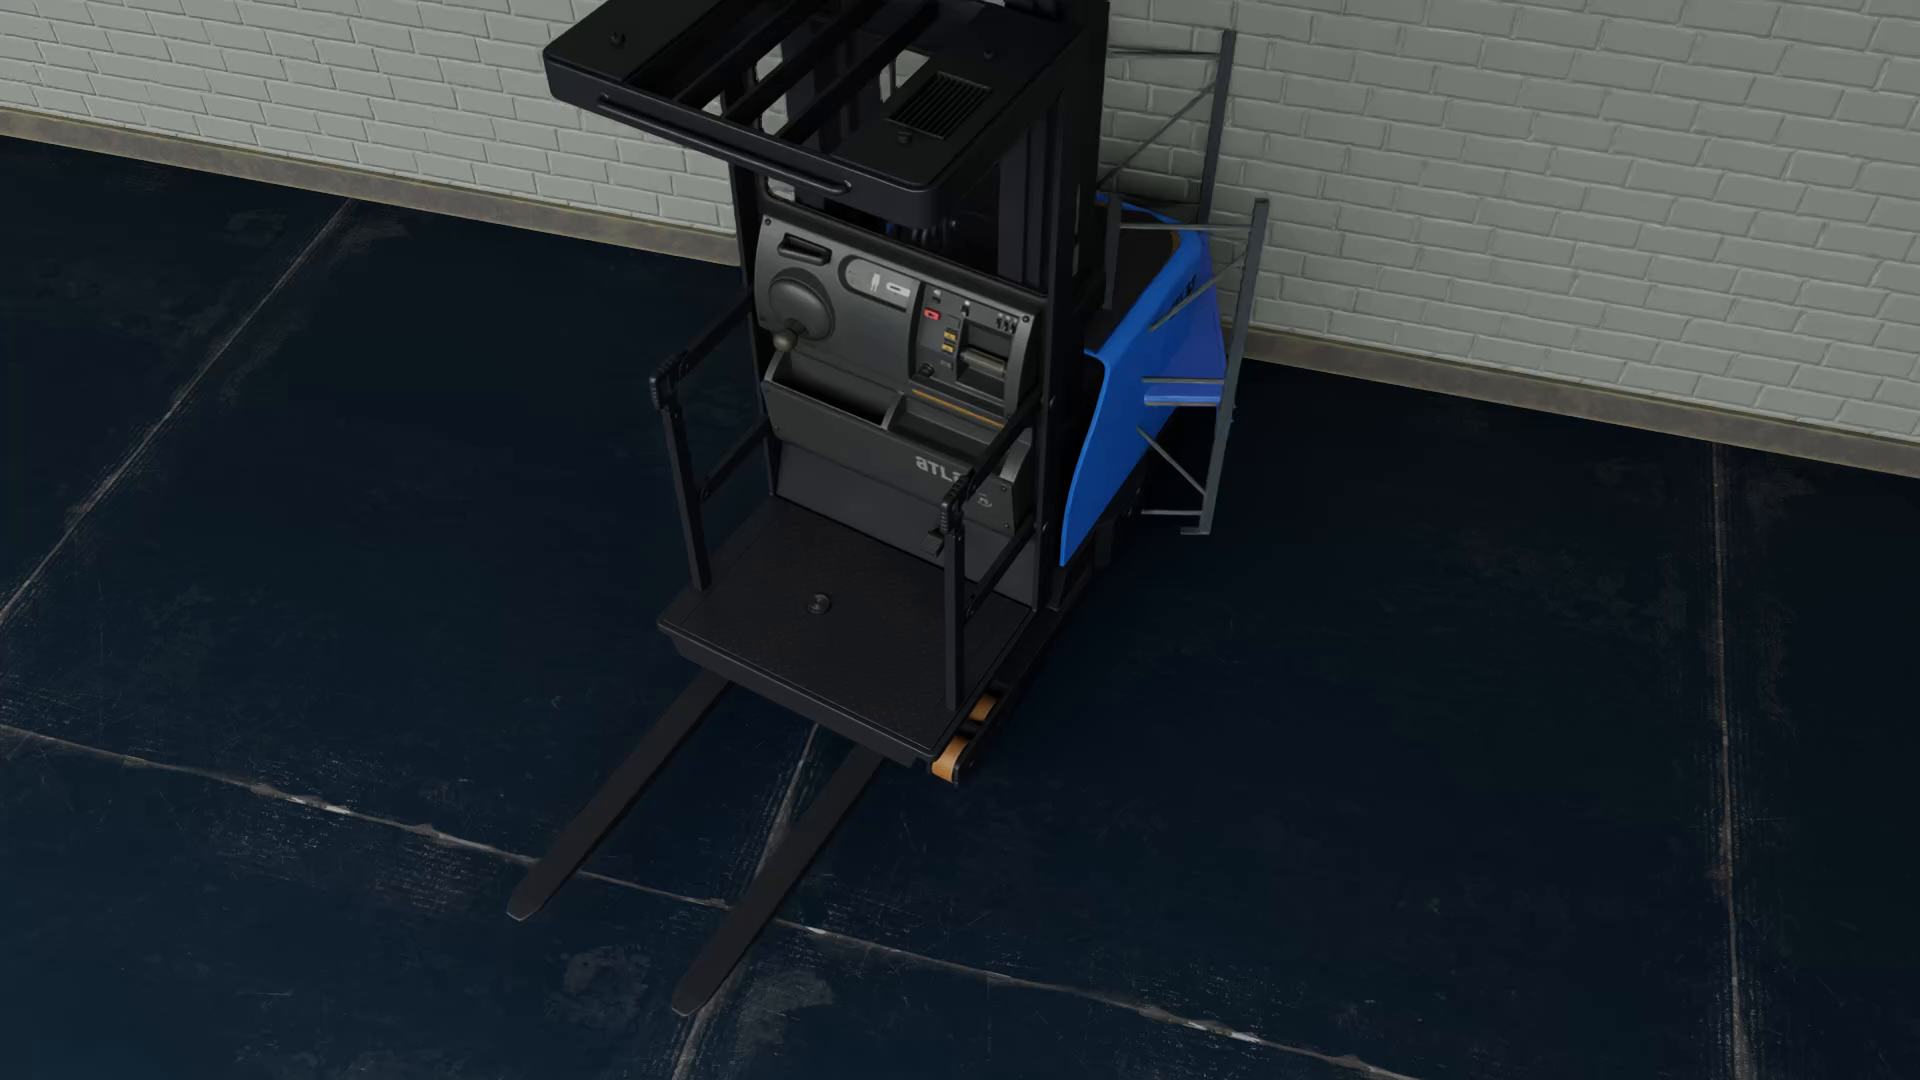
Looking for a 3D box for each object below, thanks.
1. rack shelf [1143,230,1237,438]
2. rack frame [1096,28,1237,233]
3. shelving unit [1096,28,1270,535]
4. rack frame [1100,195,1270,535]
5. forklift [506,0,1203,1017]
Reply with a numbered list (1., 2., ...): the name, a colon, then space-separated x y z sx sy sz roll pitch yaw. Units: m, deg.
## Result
1. rack shelf: 0.705 -0.796 6.198 0.538 0.185 1.000 1 47 0
2. rack frame: 0.713 -1.290 6.414 0.500 1.500 0.032 1 47 0
3. shelving unit: 0.707 -0.919 6.067 0.538 1.500 1.048 1 47 0
4. rack frame: 0.702 -0.548 5.719 0.500 1.500 0.032 1 47 0
5. forklift: -0.312 -0.566 4.795 1.130 2.935 3.031 23 53 19
